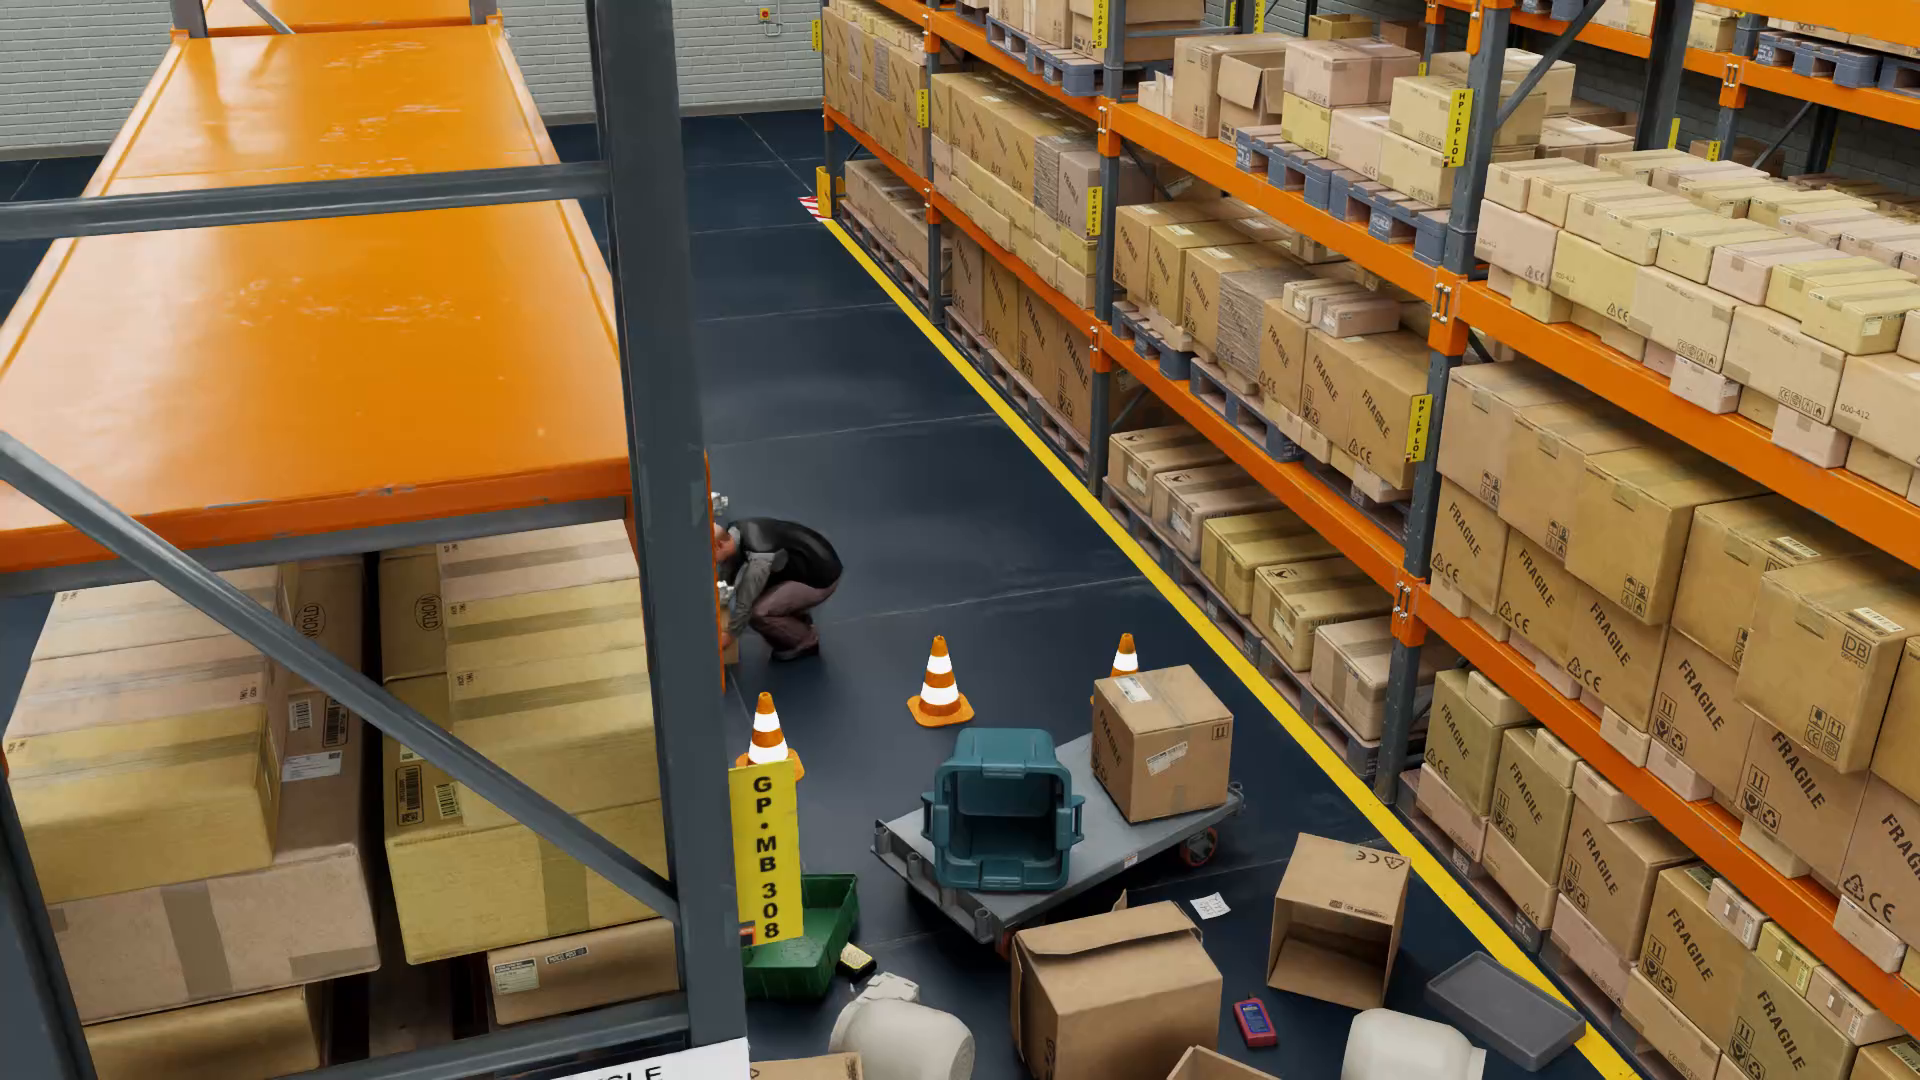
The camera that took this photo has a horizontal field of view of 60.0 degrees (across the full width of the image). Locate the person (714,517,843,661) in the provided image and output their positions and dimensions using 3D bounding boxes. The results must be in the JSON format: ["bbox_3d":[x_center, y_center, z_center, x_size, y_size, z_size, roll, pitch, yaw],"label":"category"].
[{"bbox_3d":[-1.126,0.252,9.810,0.868,0.906,0.537,-8,27,-16],"label":"person"}]
